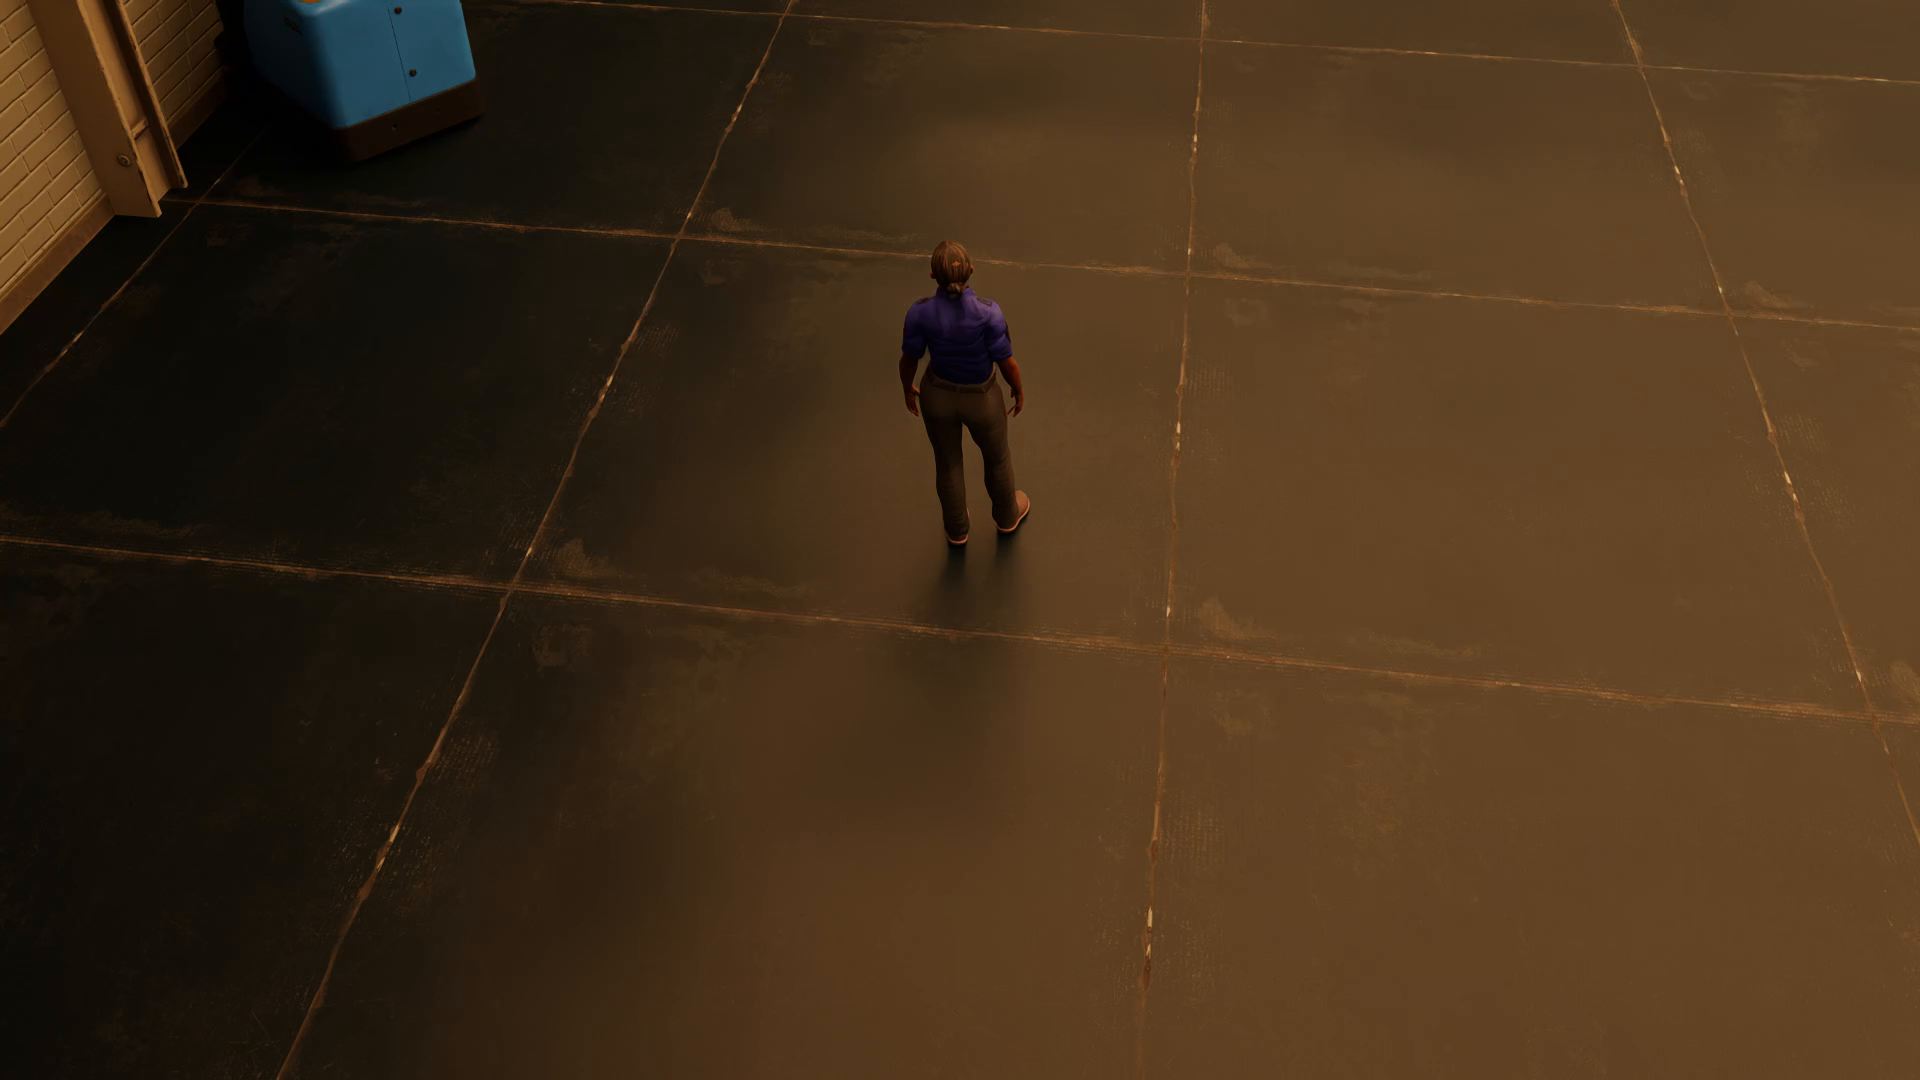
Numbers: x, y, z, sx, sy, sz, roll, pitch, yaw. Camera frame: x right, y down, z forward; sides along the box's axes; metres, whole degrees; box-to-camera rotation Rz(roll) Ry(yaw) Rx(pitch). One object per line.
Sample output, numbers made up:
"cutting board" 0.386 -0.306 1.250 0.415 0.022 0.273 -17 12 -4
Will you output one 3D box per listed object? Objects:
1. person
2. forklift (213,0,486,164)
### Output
"person" 0.032 -0.671 7.388 0.569 1.654 0.504 5 43 6
"forklift" -4.472 -4.319 10.425 1.130 2.935 3.031 -33 52 -31
